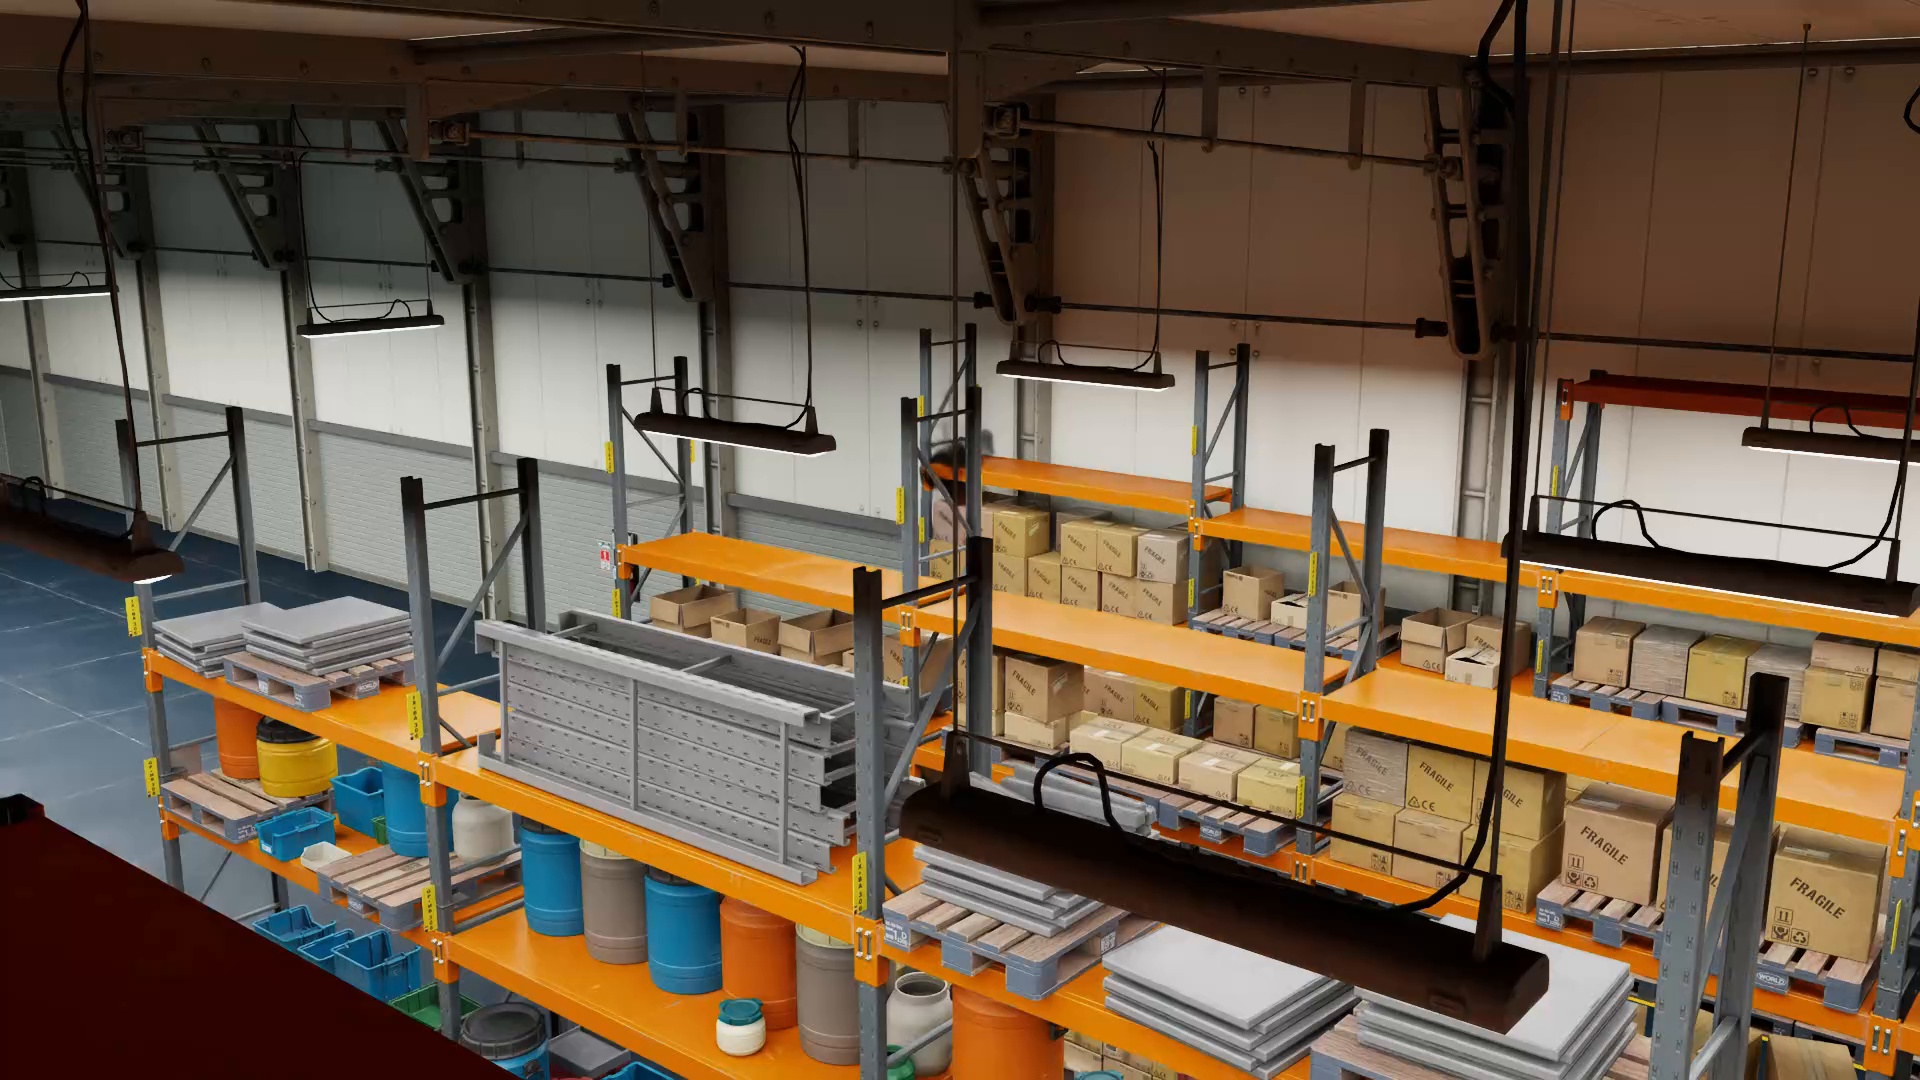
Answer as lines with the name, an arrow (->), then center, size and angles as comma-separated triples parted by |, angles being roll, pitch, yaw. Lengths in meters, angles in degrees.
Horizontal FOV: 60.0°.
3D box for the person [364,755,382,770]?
person -> -6.524, 3.112, 18.500 | 0.591, 1.737, 0.670 | -6, 14, -25
